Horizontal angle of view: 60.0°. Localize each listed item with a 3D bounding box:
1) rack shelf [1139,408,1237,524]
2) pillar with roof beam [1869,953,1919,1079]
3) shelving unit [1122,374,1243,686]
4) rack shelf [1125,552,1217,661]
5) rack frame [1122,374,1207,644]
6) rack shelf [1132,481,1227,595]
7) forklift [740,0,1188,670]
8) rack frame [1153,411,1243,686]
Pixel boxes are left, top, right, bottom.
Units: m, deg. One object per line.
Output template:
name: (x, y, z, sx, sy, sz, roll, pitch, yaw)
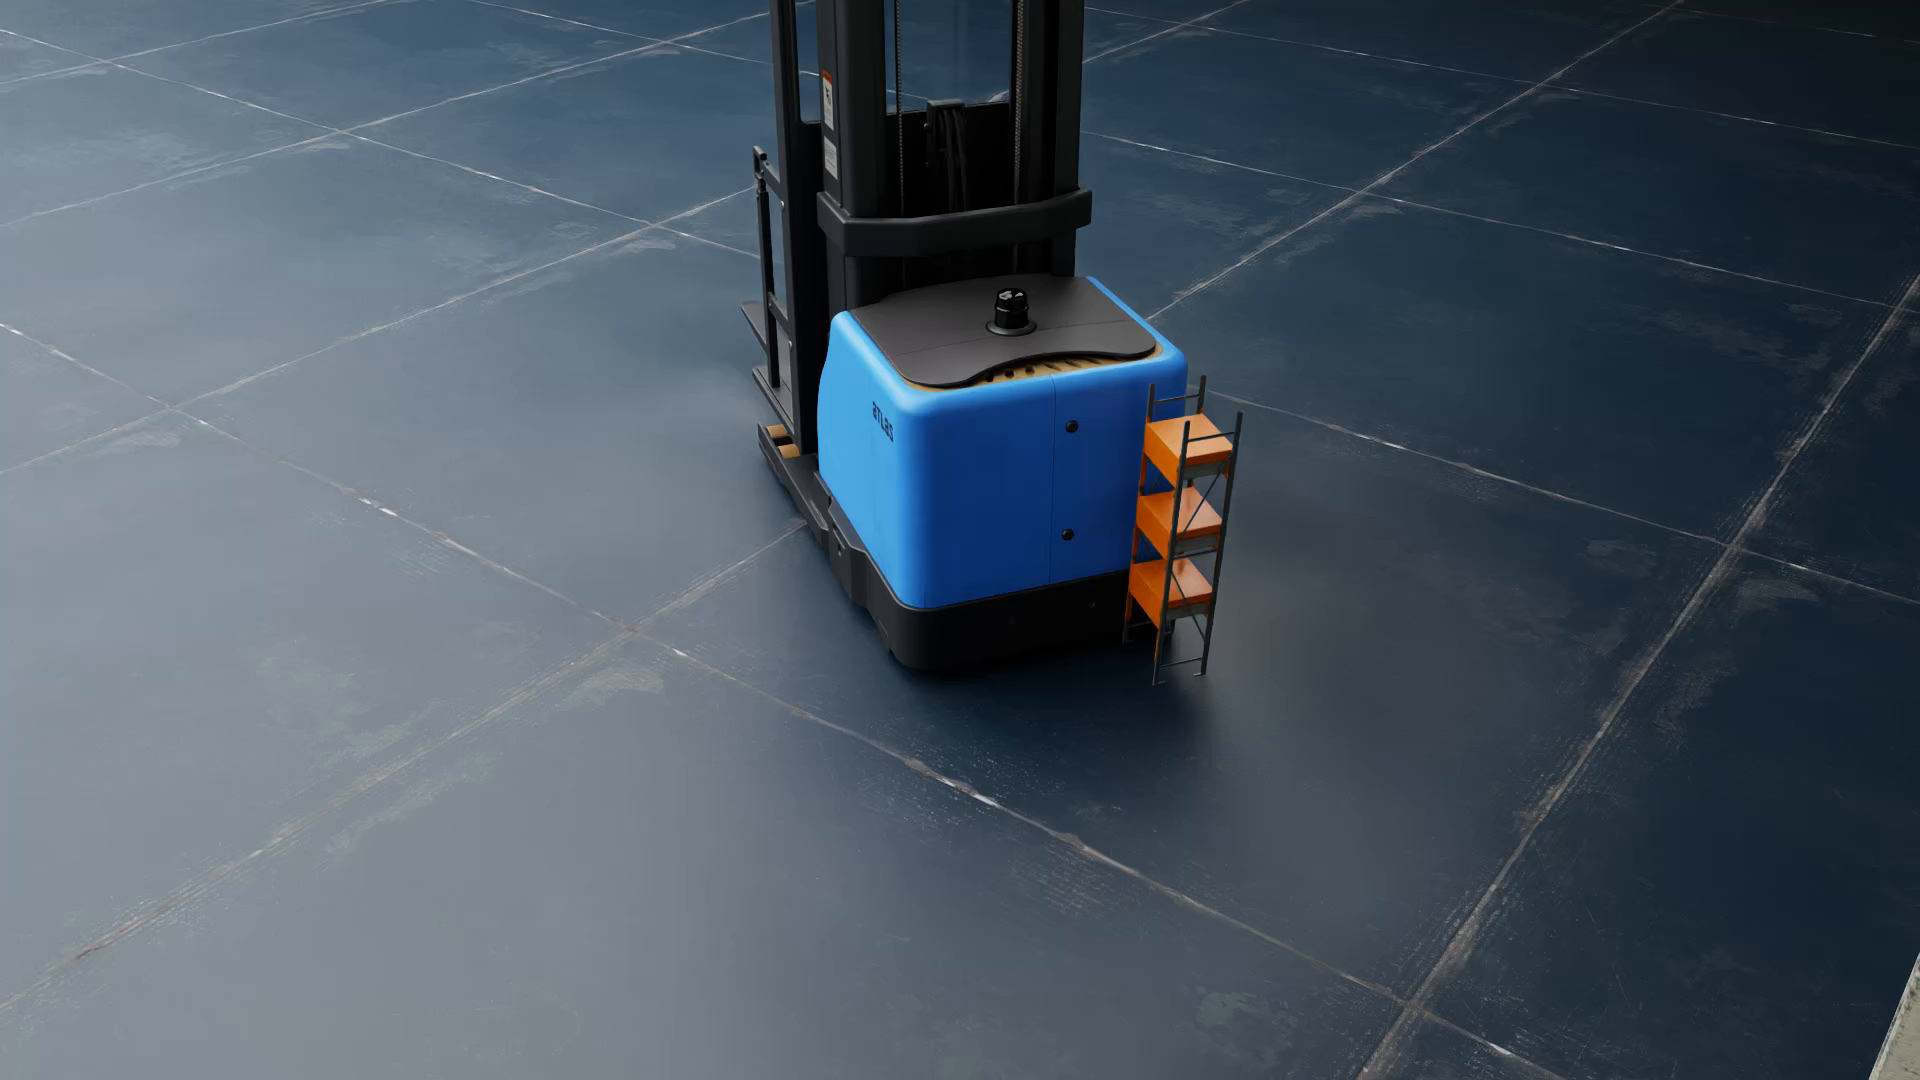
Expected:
rack shelf: (0.734, -0.241, 5.367, 0.215, 0.259, 0.240, -11, 37, -18)
pillar with roof beam: (-1.286, -3.587, 3.769, 9.100, 9.000, 0.400, 21, 37, 31)
shelving unit: (0.727, -0.017, 5.523, 0.215, 1.050, 0.252, -11, 37, -18)
rack shelf: (0.719, 0.220, 5.688, 0.215, 0.259, 0.240, -11, 37, -18)
rack frame: (0.684, -0.083, 5.616, 0.200, 1.050, 0.008, -11, 37, -18)
rack shelf: (0.726, -0.008, 5.529, 0.215, 0.259, 0.240, -11, 37, -18)
forklift: (-0.216, -1.558, 6.297, 1.130, 2.935, 3.031, -11, 32, -17)
rack frame: (0.769, 0.050, 5.430, 0.200, 1.050, 0.008, -11, 37, -18)
